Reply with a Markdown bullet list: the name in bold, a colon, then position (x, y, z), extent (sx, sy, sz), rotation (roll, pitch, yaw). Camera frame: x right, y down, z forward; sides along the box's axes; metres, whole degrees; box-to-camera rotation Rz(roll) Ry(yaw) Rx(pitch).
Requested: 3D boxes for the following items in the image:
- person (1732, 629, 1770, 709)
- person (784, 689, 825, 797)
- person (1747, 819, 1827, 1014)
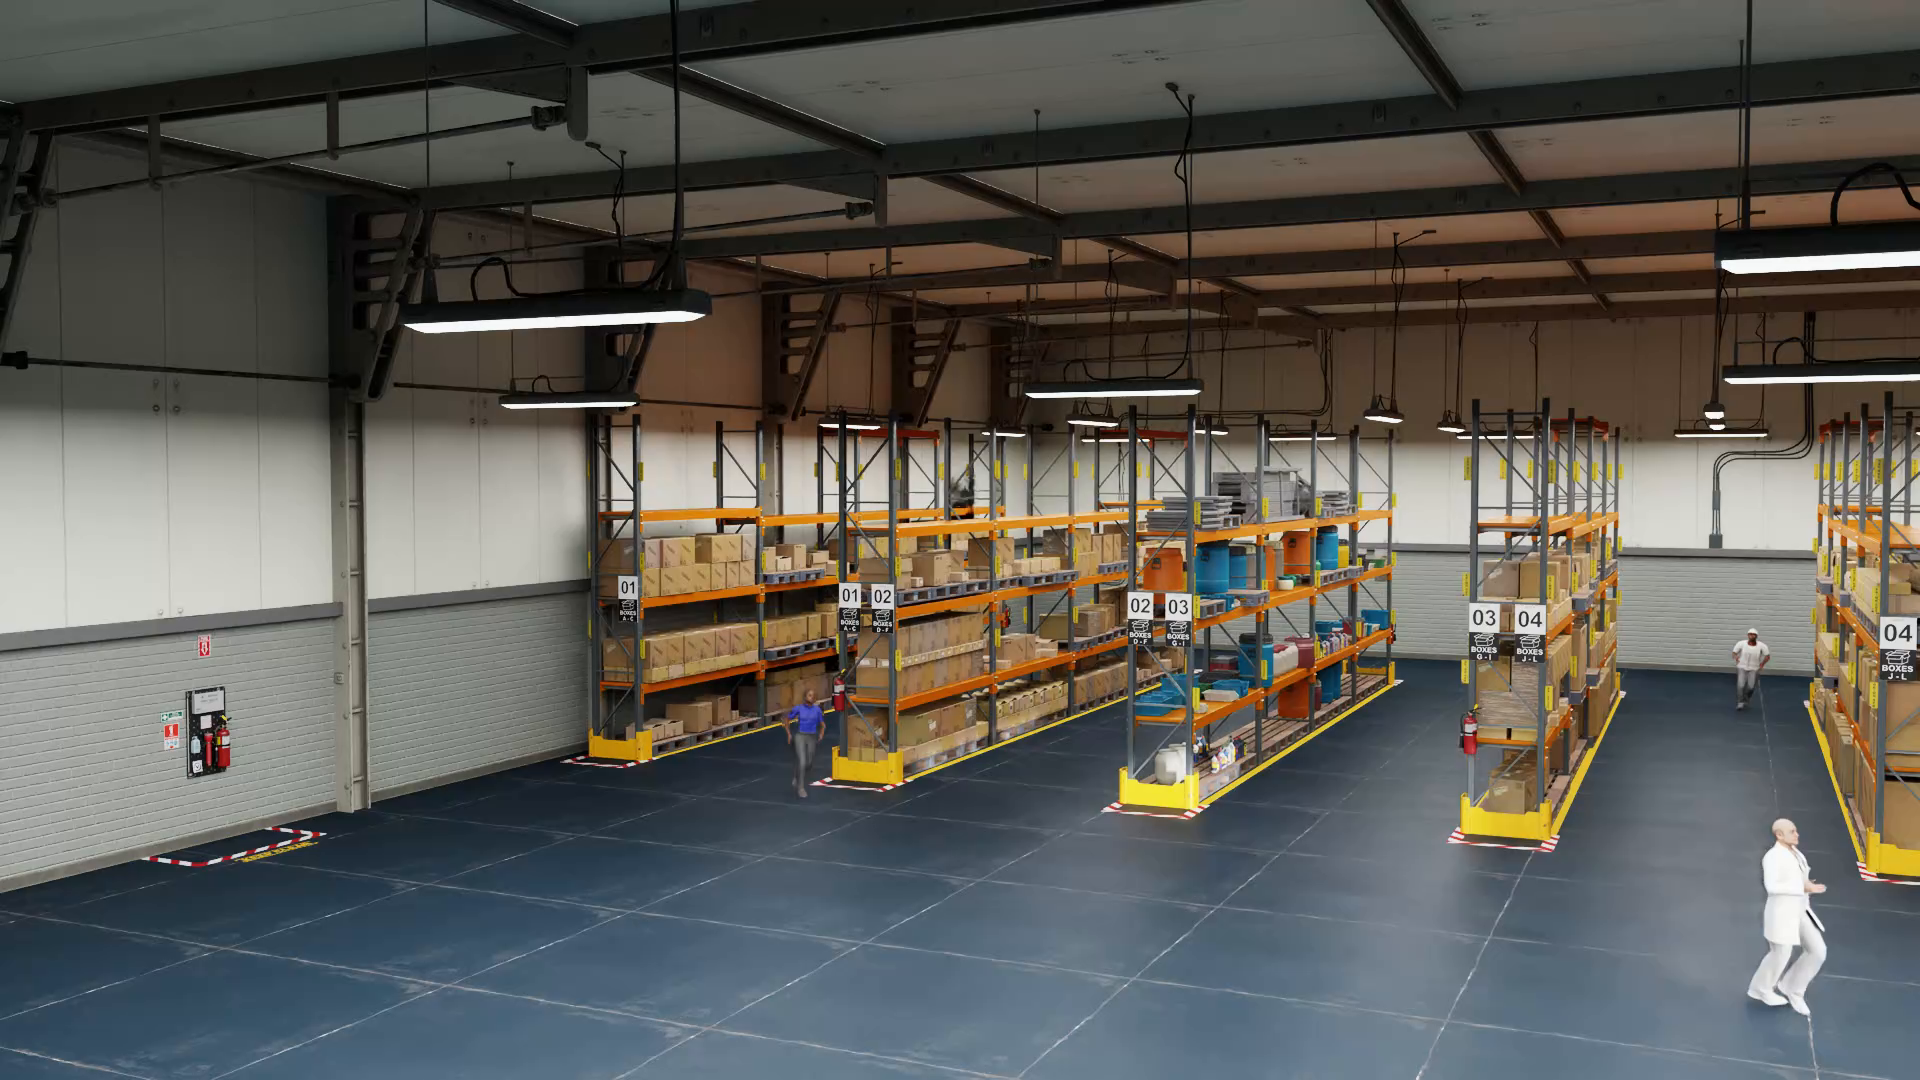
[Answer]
- **person**: position (16.577, 2.708, 34.899), extent (0.717, 1.701, 0.602), rotation (1, 3, 31)
- **person**: position (-2.390, 3.142, 25.892), extent (0.628, 1.633, 0.656), rotation (-1, 3, -21)
- **person**: position (7.677, 3.530, 15.368), extent (0.688, 1.733, 0.753), rotation (-2, 3, -33)
